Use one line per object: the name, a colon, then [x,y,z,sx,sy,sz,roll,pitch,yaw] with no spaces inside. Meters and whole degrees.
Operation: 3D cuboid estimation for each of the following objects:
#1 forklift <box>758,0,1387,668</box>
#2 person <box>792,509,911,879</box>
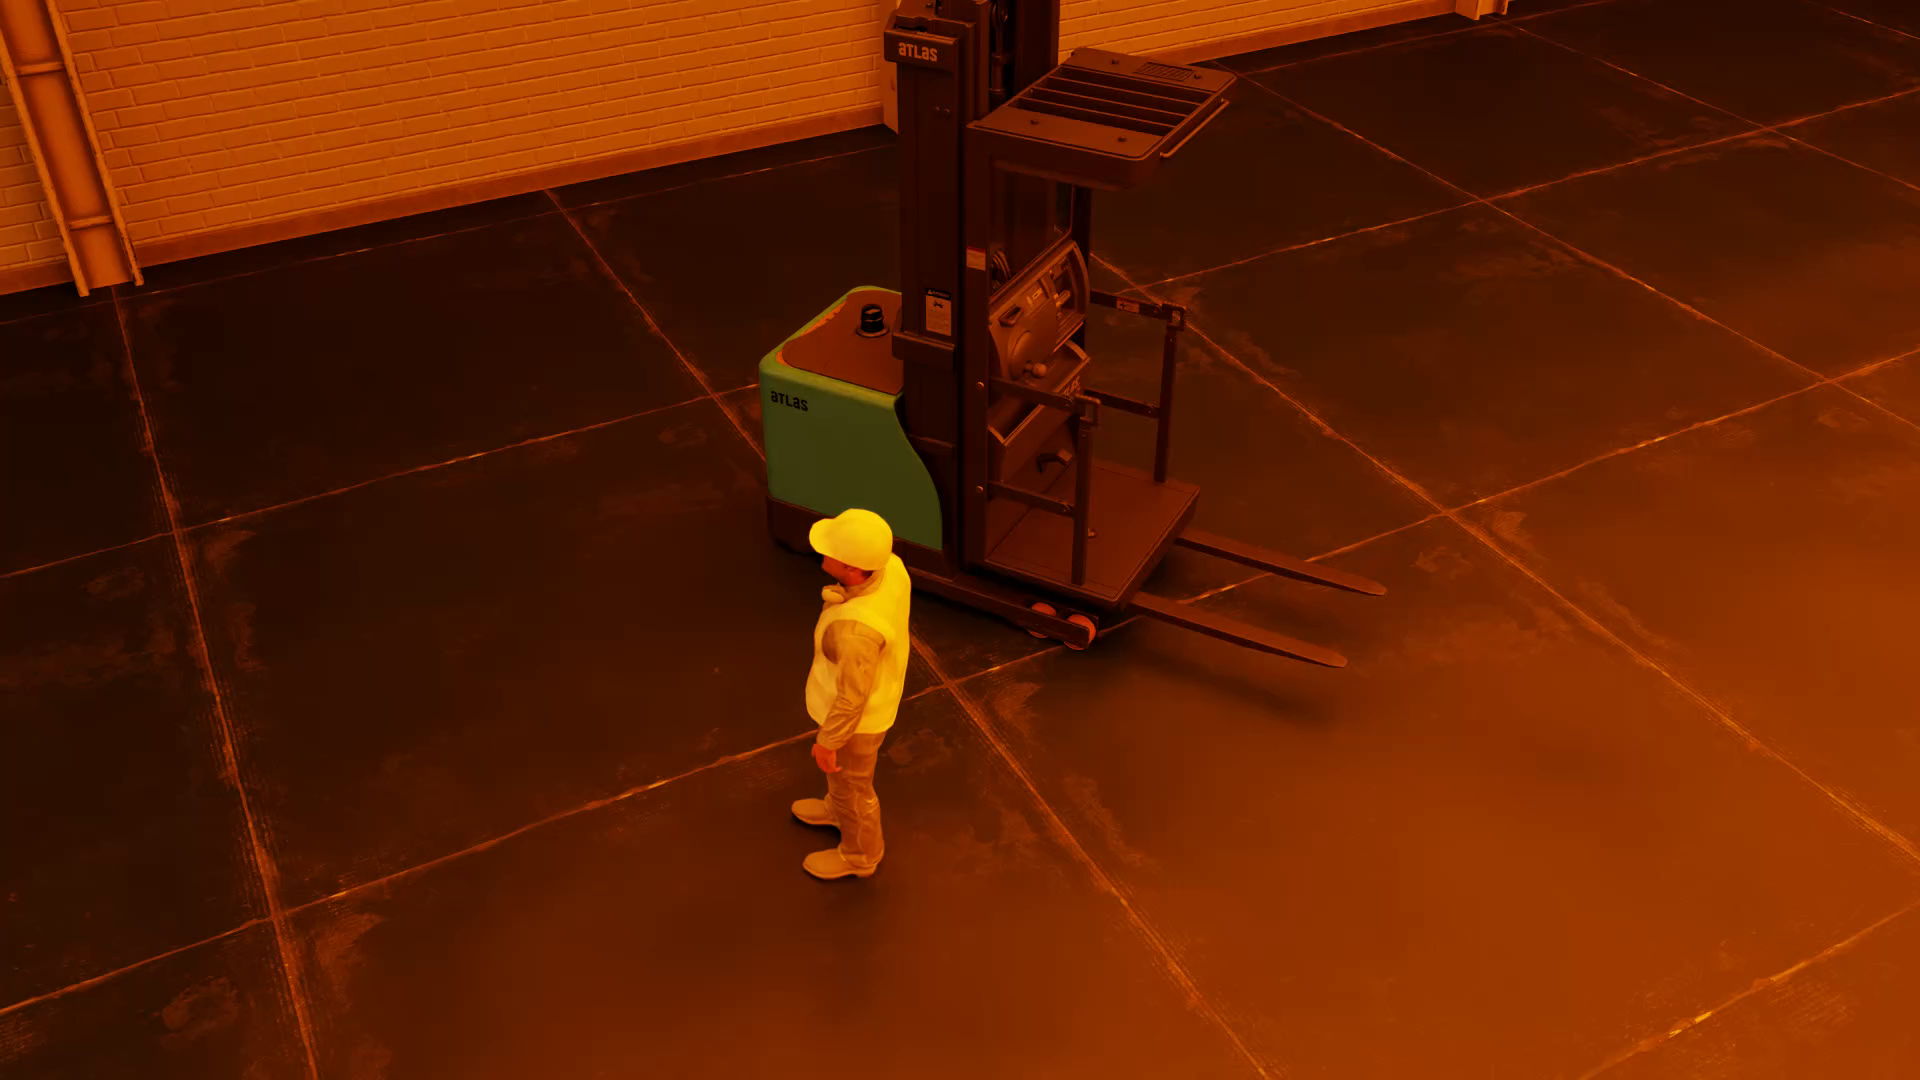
forklift: [0.550,-1.026,7.574,3.031,2.935,1.130,17,39,23]
person: [-0.471,0.591,6.280,0.567,1.777,0.636,6,36,8]
